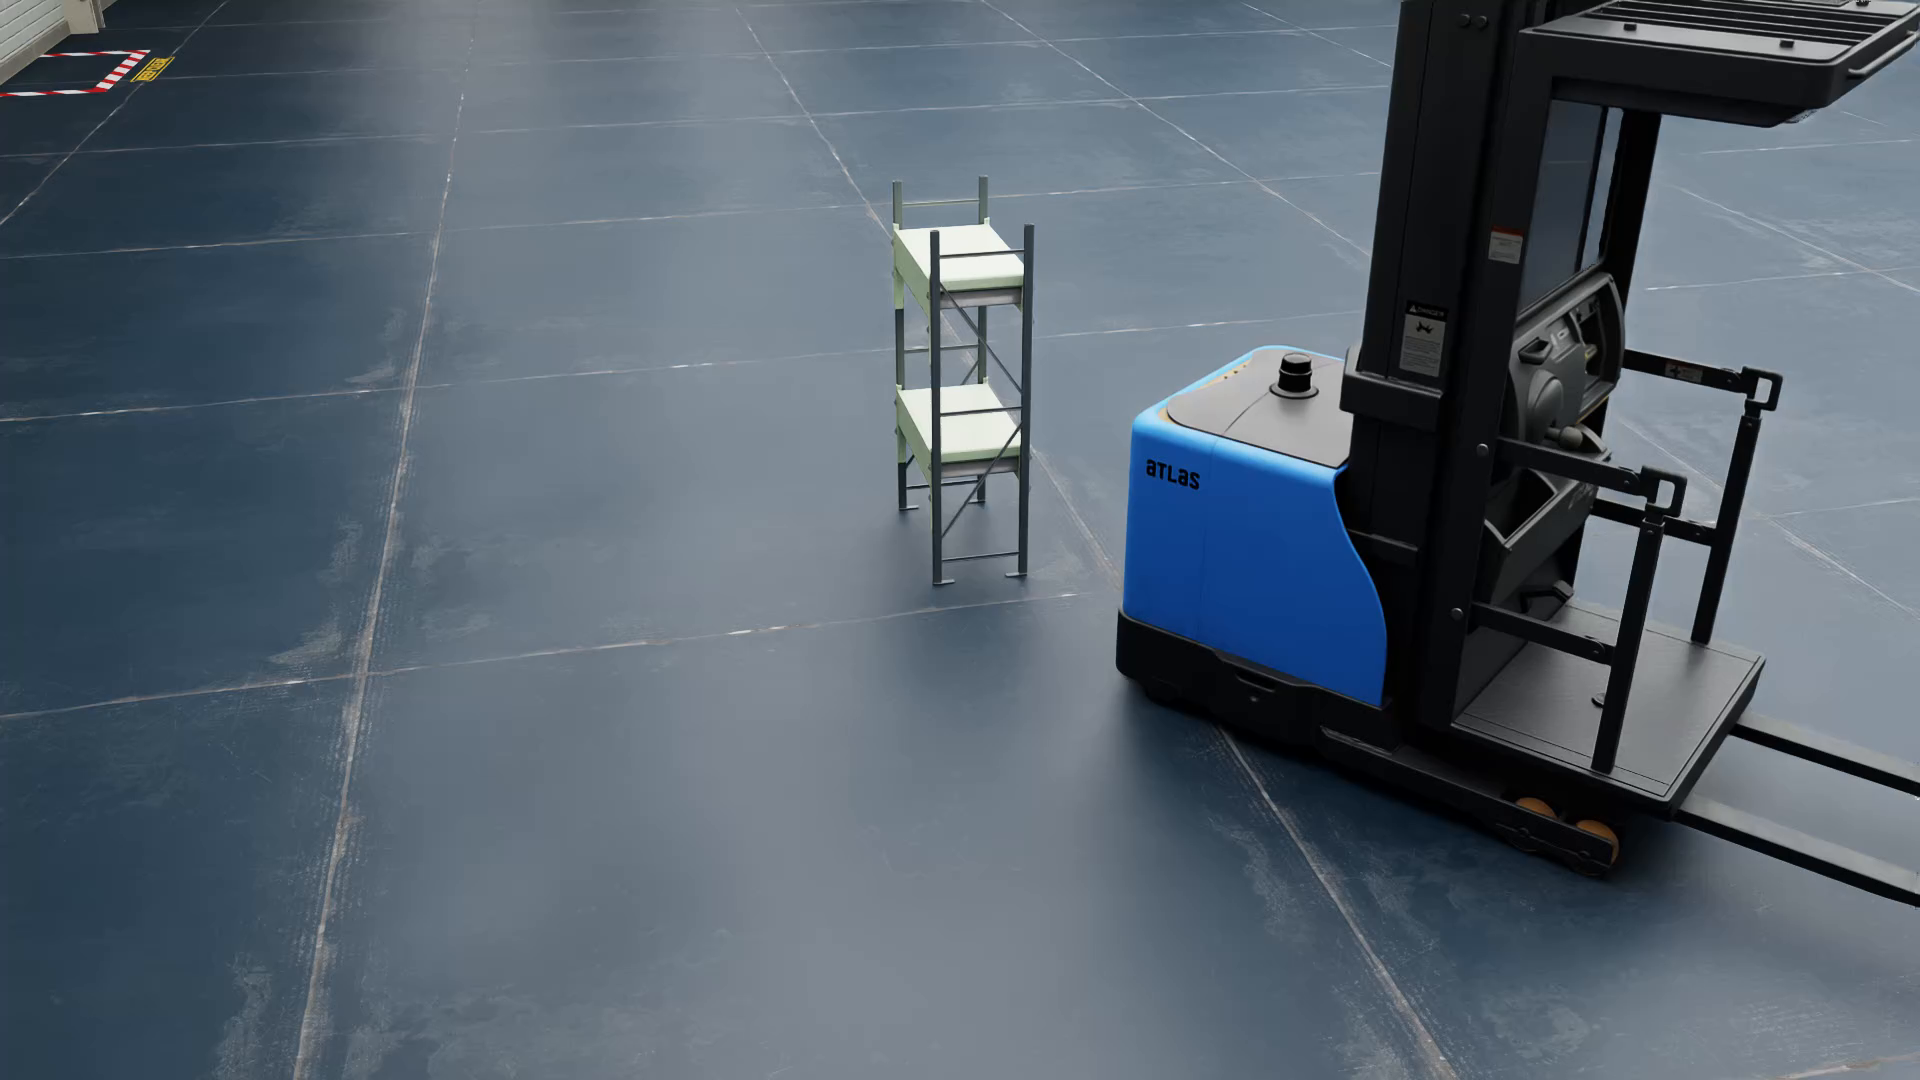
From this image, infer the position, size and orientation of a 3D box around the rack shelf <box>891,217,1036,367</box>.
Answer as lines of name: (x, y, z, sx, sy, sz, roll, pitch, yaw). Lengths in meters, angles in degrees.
rack shelf: (0.002, -1.015, 6.730, 0.431, 0.370, 0.720, -6, 27, -12)

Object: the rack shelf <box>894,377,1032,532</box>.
rack shelf: (0.002, -0.376, 7.053, 0.431, 0.370, 0.720, -6, 27, -12)

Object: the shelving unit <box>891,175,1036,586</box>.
shelving unit: (0.002, -0.667, 6.906, 0.431, 1.500, 0.755, -6, 27, -12)

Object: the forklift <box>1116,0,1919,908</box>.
forklift: (2.050, -0.536, 5.059, 3.031, 2.935, 1.130, 19, 33, 33)

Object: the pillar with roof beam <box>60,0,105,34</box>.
pillar with roof beam: (-5.500, -10.110, 17.294, 9.100, 9.000, 0.400, -6, 27, -12)

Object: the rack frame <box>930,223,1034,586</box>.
rack frame: (0.084, -0.506, 6.588, 0.400, 1.500, 0.023, -6, 27, -12)

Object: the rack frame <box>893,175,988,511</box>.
rack frame: (-0.081, -0.827, 7.225, 0.400, 1.500, 0.023, -6, 27, -12)
